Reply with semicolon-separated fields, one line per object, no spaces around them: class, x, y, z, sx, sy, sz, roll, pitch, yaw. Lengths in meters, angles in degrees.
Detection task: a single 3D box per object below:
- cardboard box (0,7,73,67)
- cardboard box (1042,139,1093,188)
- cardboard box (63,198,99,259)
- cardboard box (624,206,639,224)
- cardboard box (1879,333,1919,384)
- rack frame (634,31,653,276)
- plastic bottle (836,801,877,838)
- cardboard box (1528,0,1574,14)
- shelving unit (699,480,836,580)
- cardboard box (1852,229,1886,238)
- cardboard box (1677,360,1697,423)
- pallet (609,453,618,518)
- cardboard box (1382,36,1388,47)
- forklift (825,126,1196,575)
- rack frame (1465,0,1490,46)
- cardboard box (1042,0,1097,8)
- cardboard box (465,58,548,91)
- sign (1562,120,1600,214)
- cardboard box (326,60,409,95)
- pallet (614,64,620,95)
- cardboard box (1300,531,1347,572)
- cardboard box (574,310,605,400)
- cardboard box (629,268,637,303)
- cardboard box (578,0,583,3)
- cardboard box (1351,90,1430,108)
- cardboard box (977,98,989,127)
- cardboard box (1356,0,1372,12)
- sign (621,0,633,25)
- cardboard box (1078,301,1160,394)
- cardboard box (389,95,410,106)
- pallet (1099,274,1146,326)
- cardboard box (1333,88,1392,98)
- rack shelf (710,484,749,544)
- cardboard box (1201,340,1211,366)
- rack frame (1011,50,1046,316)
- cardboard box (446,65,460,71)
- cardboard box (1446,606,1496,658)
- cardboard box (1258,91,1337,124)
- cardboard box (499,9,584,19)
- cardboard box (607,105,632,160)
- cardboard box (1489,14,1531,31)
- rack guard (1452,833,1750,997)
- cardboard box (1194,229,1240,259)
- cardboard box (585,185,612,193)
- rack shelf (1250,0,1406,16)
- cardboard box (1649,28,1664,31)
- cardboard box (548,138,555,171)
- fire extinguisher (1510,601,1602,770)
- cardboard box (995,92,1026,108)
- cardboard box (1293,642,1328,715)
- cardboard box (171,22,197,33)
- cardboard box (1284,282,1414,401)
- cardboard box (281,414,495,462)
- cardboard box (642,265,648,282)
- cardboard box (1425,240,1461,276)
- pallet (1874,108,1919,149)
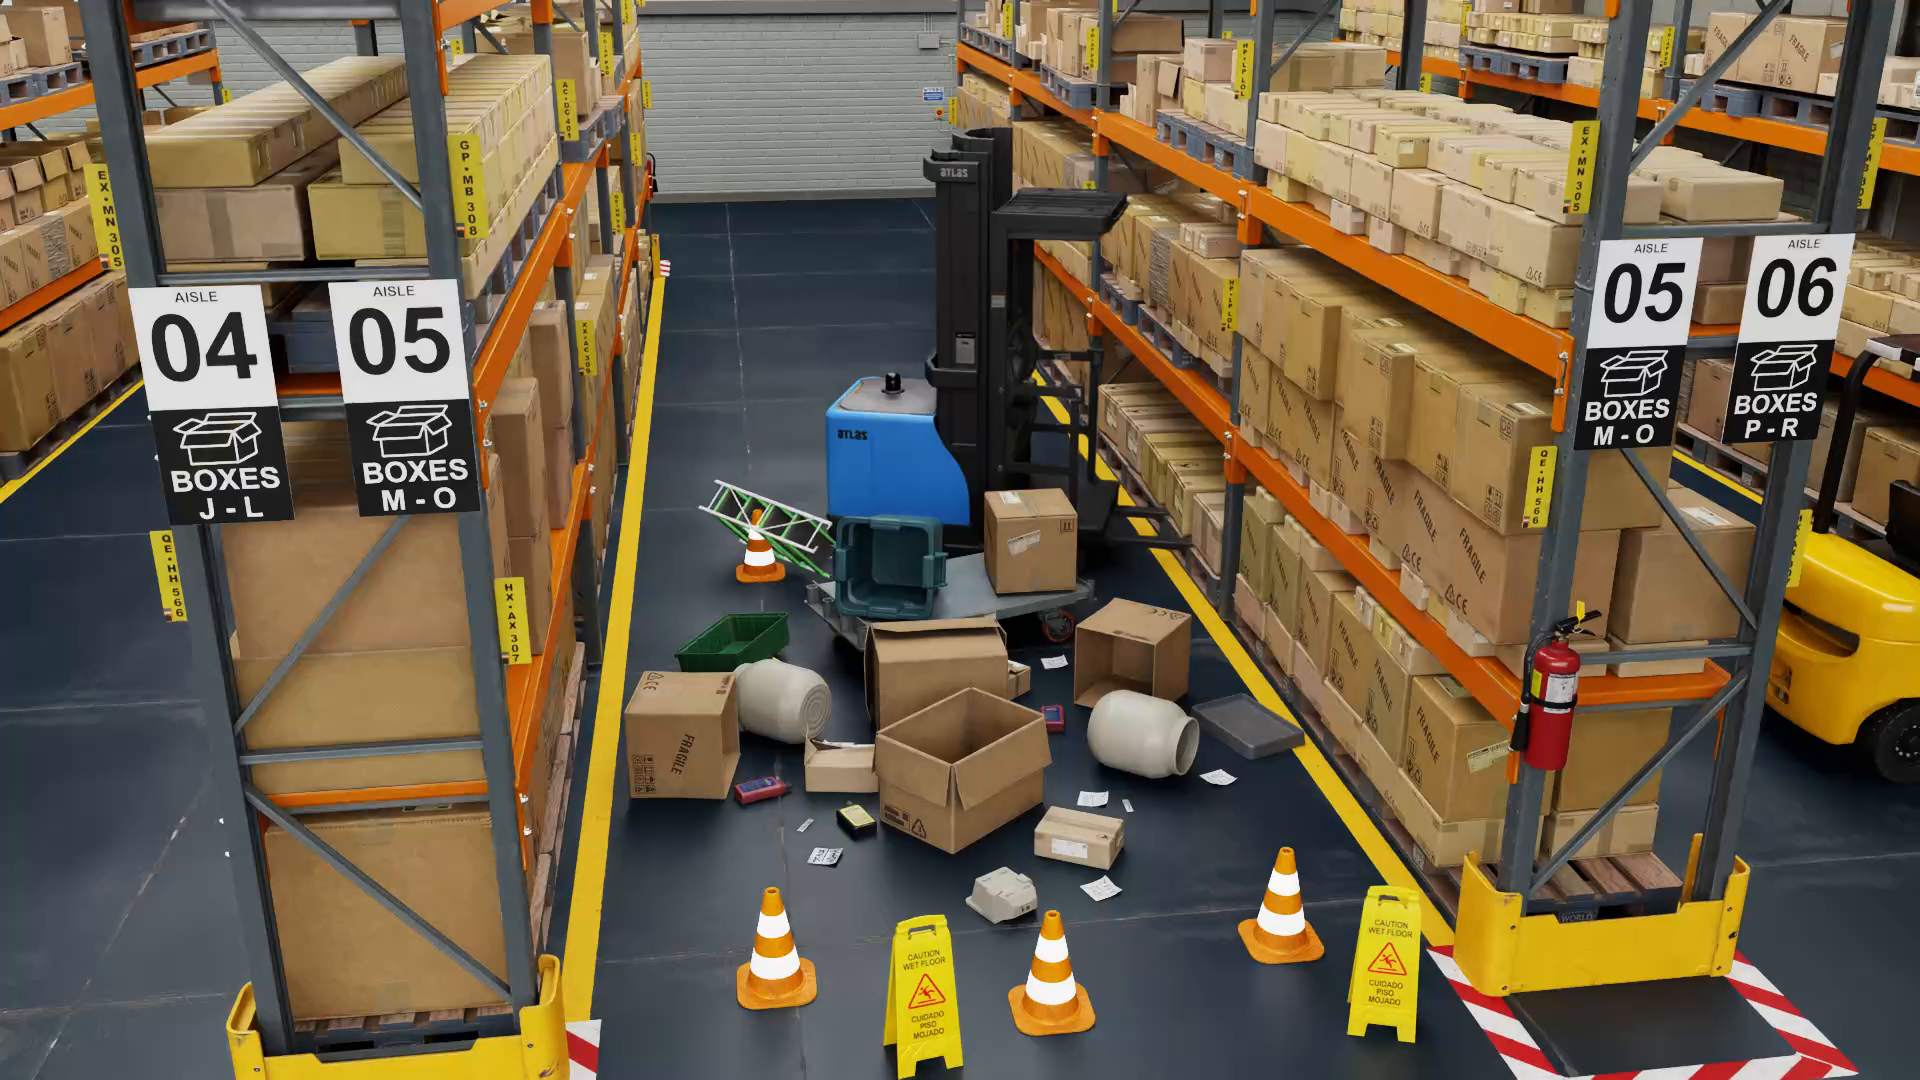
cardboard box;-8.673;-4.635;15.309;0.700;0.500;0.500;-2;21;-6
cardboard box;1.070;-3.508;15.749;0.500;0.500;0.500;-3;21;-9
cardboard box;-8.364;-2.914;15.588;0.500;0.500;0.500;-2;21;-6
cardboard box;-3.561;-3.399;17.388;0.380;0.149;0.250;-2;21;-6
cardboard box;6.773;-1.259;11.515;0.500;0.250;0.500;-2;21;-7
rack frame;-4.420;-4.787;20.745;1.000;3.000;0.127;-3;21;-8
plastic bottle;-0.536;1.400;8.379;0.133;0.061;0.283;-11;23;-26
cardboard box;6.134;-5.610;17.262;0.396;0.266;0.258;-3;21;-8
shelving unit;-1.224;-0.051;11.524;1.200;0.258;0.503;20;-17;40
cardboard box;7.084;-2.366;13.193;0.380;0.149;0.250;-3;21;-9
cardboard box;6.604;-1.421;14.527;0.875;0.625;0.625;-2;21;-6
pallet;-3.228;-0.434;13.076;1.003;0.211;1.213;-3;21;-8
cardboard box;5.350;-6.045;20.186;0.380;0.149;0.250;-3;21;-8
forklift;0.615;-1.327;11.580;3.031;2.935;1.130;4;21;11
rack frame;5.951;-6.749;17.424;1.000;3.000;0.127;-3;21;-8
cardboard box;1.163;-5.596;17.740;0.500;0.500;0.500;-3;21;-7
cardboard box;-2.286;-2.339;8.380;0.380;0.149;0.250;-3;21;-8
sign;2.218;-1.331;5.939;0.100;0.325;0.005;-3;21;-8
cardboard box;-2.937;-2.305;8.290;0.380;0.149;0.250;-3;21;-8
pallet;-3.708;-4.141;14.998;1.213;0.211;1.003;-3;21;-8
cardboard box;2.087;0.055;9.114;0.380;0.149;0.250;-2;21;-5
cardboard box;-2.643;-1.223;11.059;0.500;0.500;0.500;-3;21;-8
cardboard box;-3.486;-2.534;16.614;0.500;0.250;0.500;-3;21;-9
cardboard box;-4.437;-6.064;18.808;0.380;0.149;0.250;-2;21;-6
cardboard box;2.455;-2.479;9.499;0.380;0.149;0.250;-2;21;-7
cardboard box;0.487;-4.877;19.415;0.500;0.500;0.500;-3;21;-8
cardboard box;5.245;-6.688;20.624;0.500;0.250;0.500;-3;21;-8
sign;-3.295;-5.263;16.431;0.100;0.325;0.005;-3;21;-8
cardboard box;1.599;-1.746;15.041;0.875;0.875;0.875;-3;21;-8
cardboard box;-2.823;-1.992;8.021;0.500;0.250;0.500;-3;21;-8
pallet;1.825;-1.970;13.479;1.213;0.211;1.003;-3;21;-8
cardboard box;2.506;-2.671;10.407;0.500;0.250;0.500;-3;21;-9
rack shelf;-1.526;-0.158;11.789;0.148;0.258;0.480;20;-17;40
cardboard box;1.825;-1.252;11.041;0.380;0.149;0.250;-4;21;-9
rack frame;1.040;-3.687;17.800;1.000;3.000;0.127;-3;21;-8
cardboard box;-3.234;-3.011;11.088;0.500;0.311;0.500;-3;21;-9
cardboard box;2.358;0.385;7.257;0.380;0.149;0.250;-3;21;-8
cardboard box;1.916;-2.452;9.427;0.380;0.149;0.250;-3;21;-9
cardboard box;-3.751;-4.511;14.971;0.797;0.503;0.637;-3;21;-8
cardboard box;-3.668;-4.225;17.244;0.500;0.500;0.500;-2;21;-6
cardboard box;5.664;-5.304;17.035;0.380;0.149;0.250;-3;21;-9
rack guard;2.759;1.613;7.183;1.175;0.500;0.348;-3;21;-8
cardboard box;1.791;-1.990;11.161;0.380;0.149;0.250;-4;21;-9
cardboard box;-3.406;-3.179;15.350;0.380;0.149;0.250;-4;21;-10
rack shelf;1.905;-3.895;11.384;1.077;0.370;4.000;-3;21;-8
cardboard box;6.164;-4.504;14.921;0.380;0.149;0.250;-4;21;-10
cardboard box;-2.285;-1.966;8.521;0.380;0.149;0.250;-3;21;-7
fire extinguisher;2.330;0.567;6.521;0.296;0.674;0.183;-3;21;-8
cardboard box;0.598;-4.951;18.687;0.380;0.149;0.250;-3;21;-8
cardboard box;2.178;0.760;9.223;0.500;0.250;0.500;-3;21;-8
cardboard box;-9.215;-6.090;19.061;0.700;0.500;0.500;-4;21;-11
cardboard box;2.140;-1.055;8.756;0.700;0.500;0.500;-3;21;-9
cardboard box;-2.300;-0.139;6.545;0.875;0.550;0.550;-3;21;-8
cardboard box;-3.812;-3.077;19.217;0.380;0.149;0.250;-3;21;-7
cardboard box;2.315;-1.282;7.433;0.380;0.149;0.250;-3;21;-8
pallet;6.964;-2.789;11.382;0.805;0.209;1.217;-4;21;-10
